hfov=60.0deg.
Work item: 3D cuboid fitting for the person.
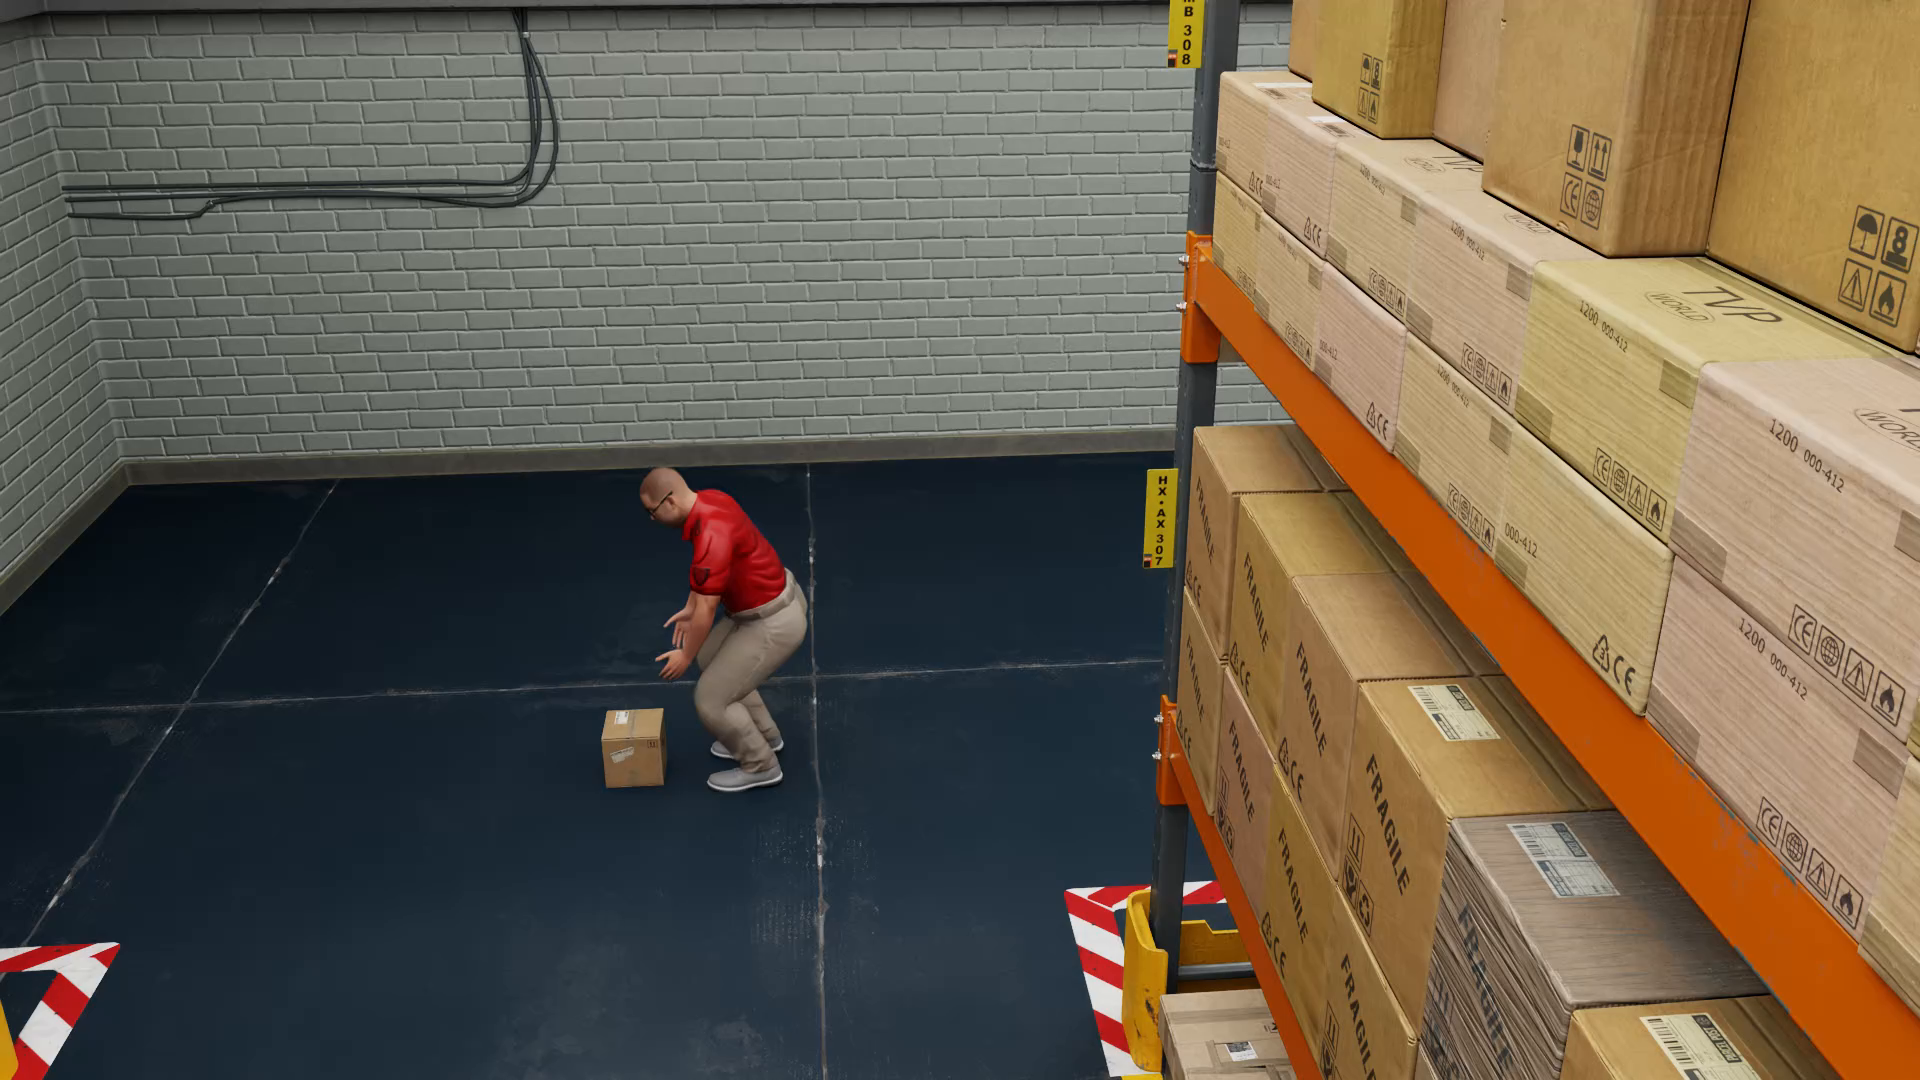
[{"bbox_3d":[-0.985,0.368,7.118,0.666,1.466,0.588,-2,24,-5],"label":"person"}]
